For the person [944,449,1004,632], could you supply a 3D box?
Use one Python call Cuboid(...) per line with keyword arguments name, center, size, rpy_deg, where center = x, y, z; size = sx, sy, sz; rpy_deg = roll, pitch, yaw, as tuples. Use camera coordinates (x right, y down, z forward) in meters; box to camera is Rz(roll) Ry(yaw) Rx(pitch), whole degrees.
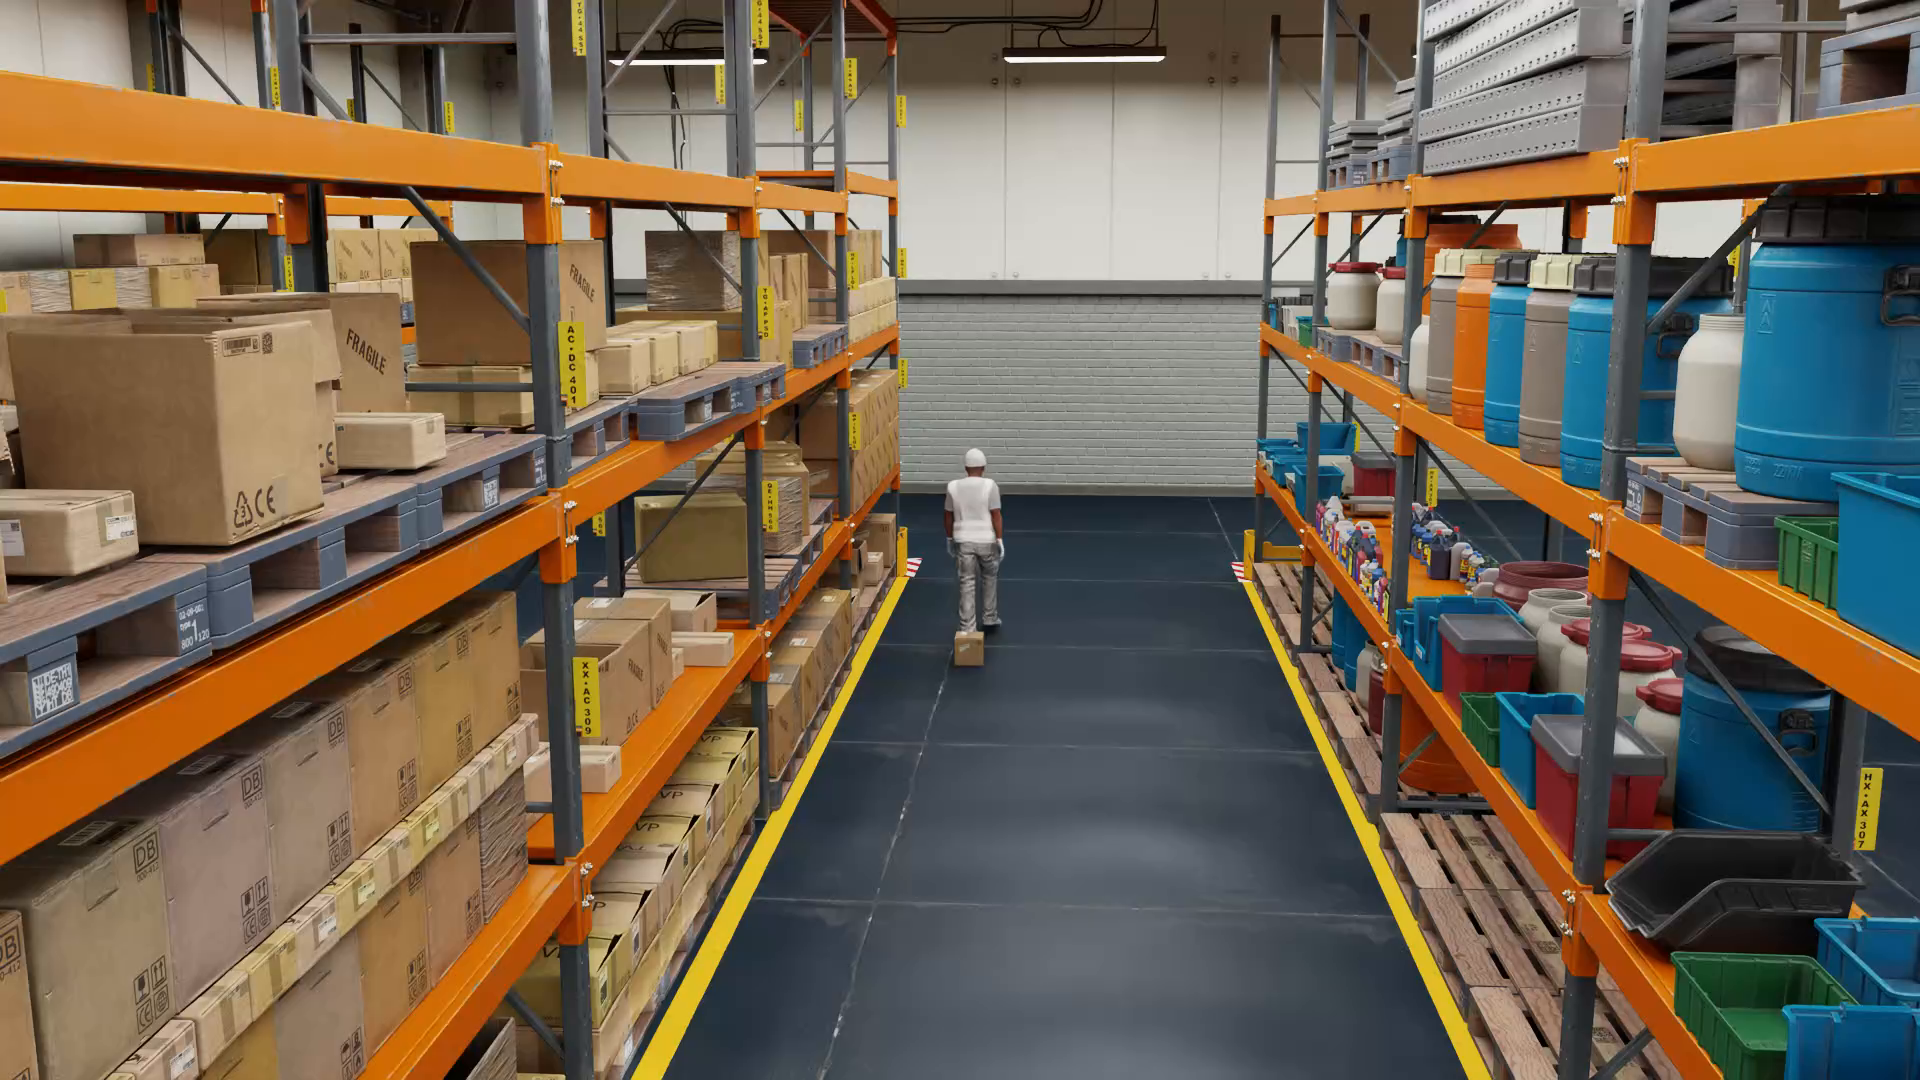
Cuboid(name="person", center=(0.144, 0.014, 15.780), size=(0.591, 1.759, 0.858), rpy_deg=(1, 11, 6))
